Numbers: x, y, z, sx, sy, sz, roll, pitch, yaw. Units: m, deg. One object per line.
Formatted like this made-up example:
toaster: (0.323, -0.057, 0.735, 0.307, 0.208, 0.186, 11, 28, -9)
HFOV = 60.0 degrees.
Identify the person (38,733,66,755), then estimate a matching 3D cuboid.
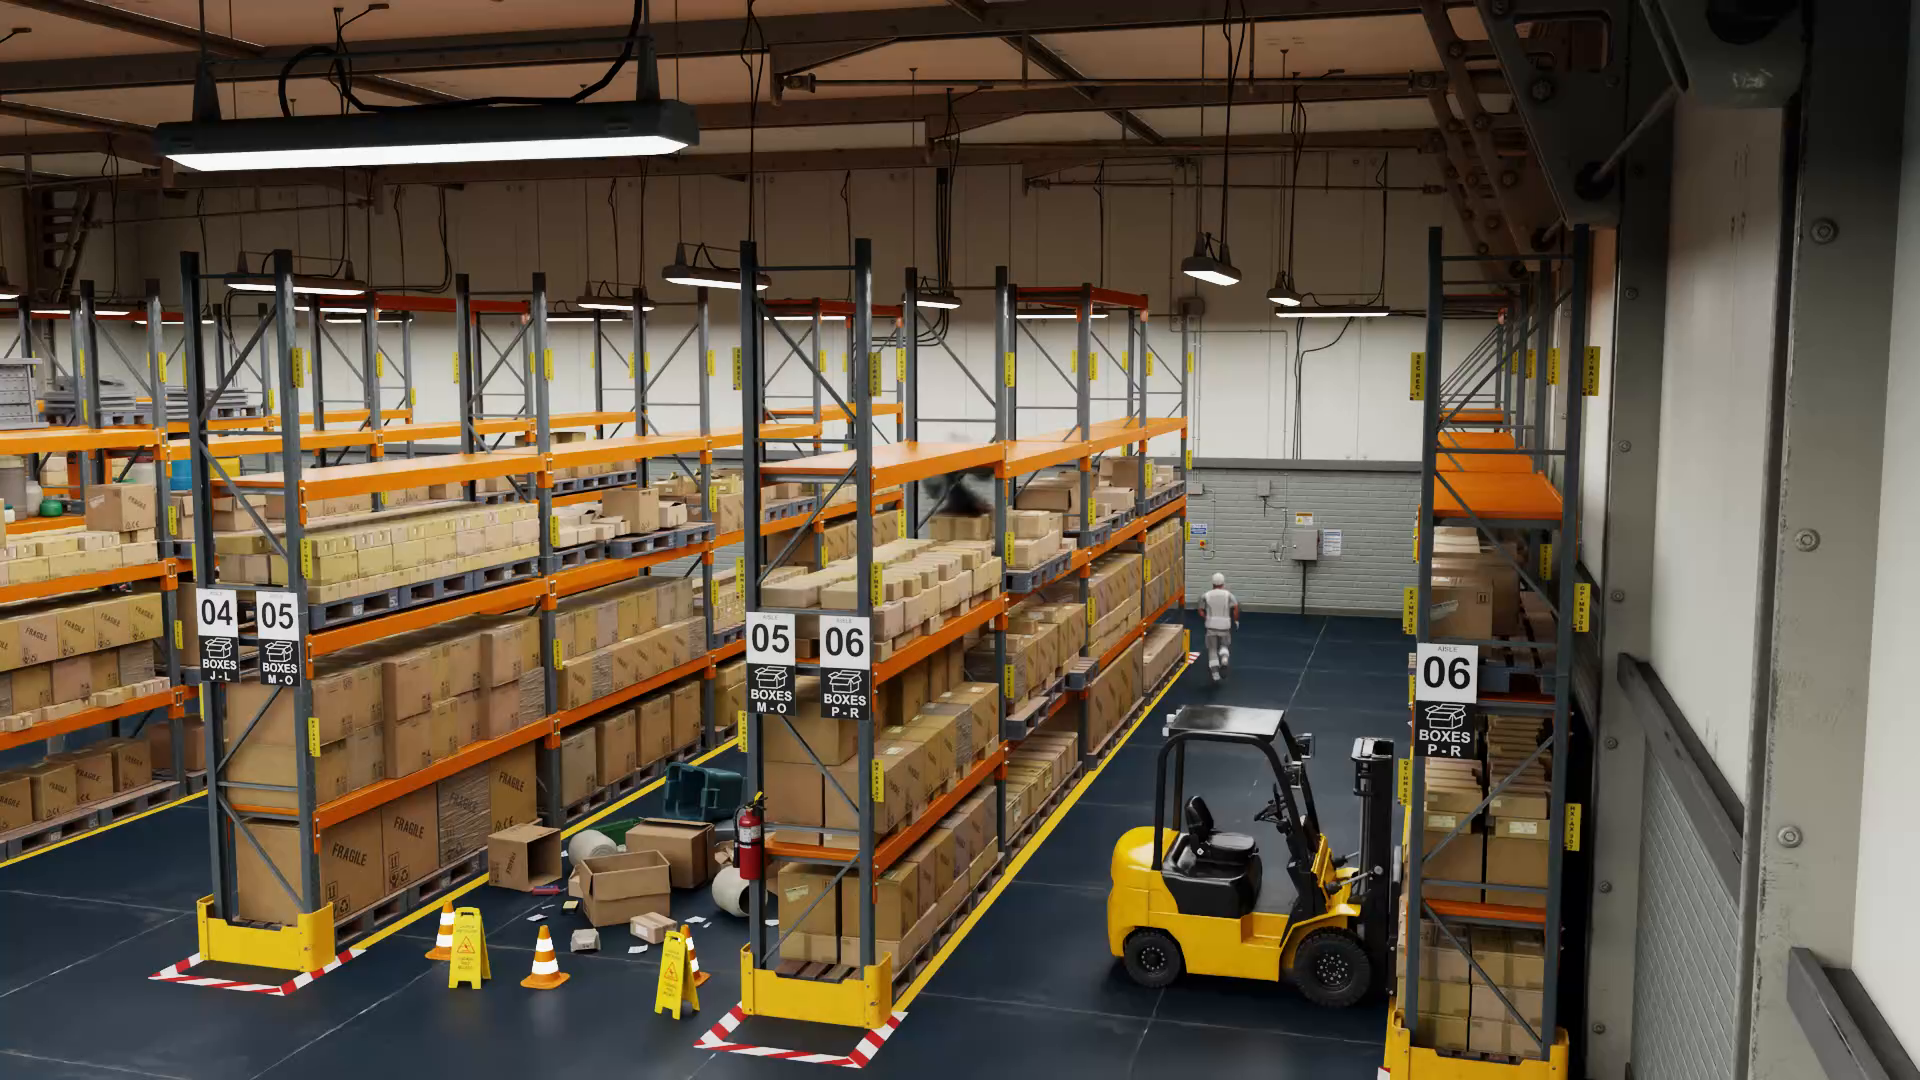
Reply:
person: (-11.275, 2.003, 20.625, 0.700, 1.744, 0.673, 1, 7, 13)

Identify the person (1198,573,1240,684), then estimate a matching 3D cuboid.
person: (4.064, 1.369, 26.167, 0.650, 1.740, 0.577, 1, 6, 8)
